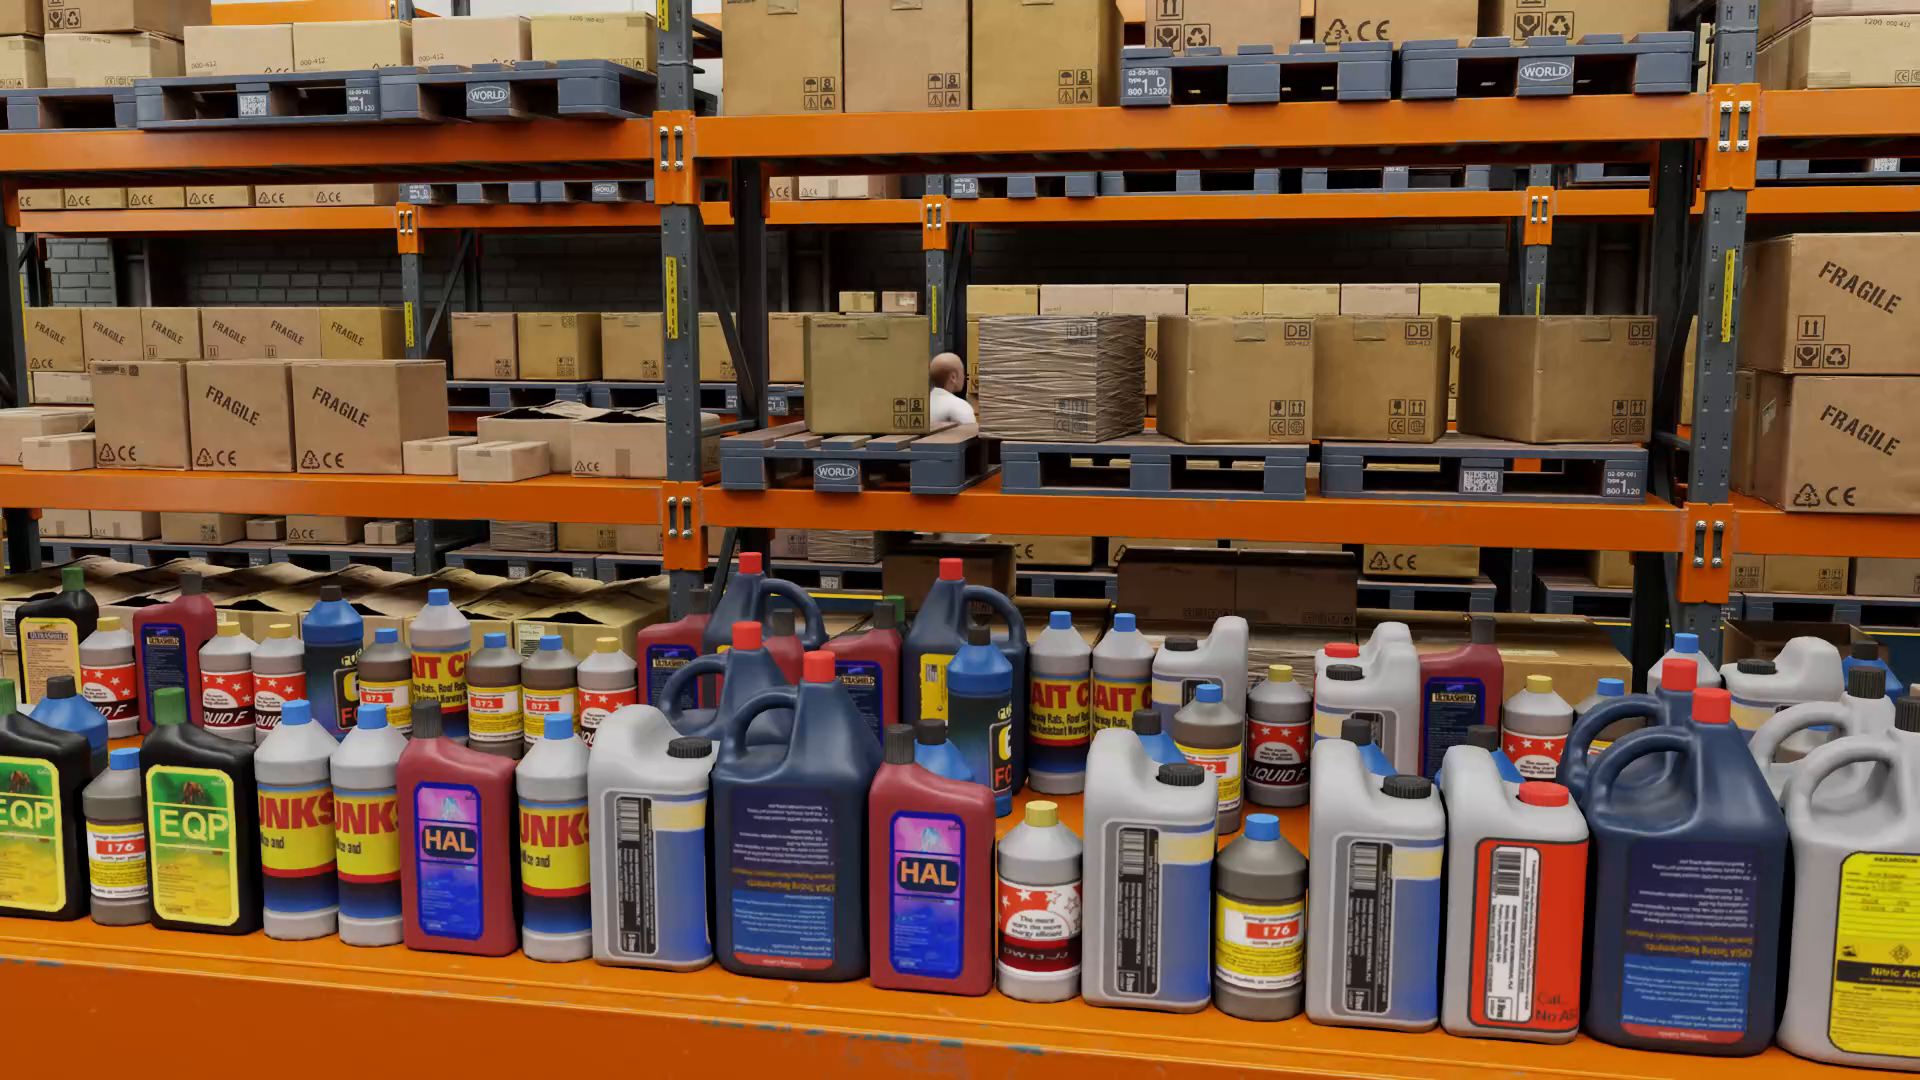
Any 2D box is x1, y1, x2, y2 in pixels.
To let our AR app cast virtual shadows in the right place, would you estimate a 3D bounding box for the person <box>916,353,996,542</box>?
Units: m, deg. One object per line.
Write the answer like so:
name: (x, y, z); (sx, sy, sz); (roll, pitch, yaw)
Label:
person: (0.022, -0.237, 10.017); (0.656, 1.774, 0.655); (-6, 10, -38)
